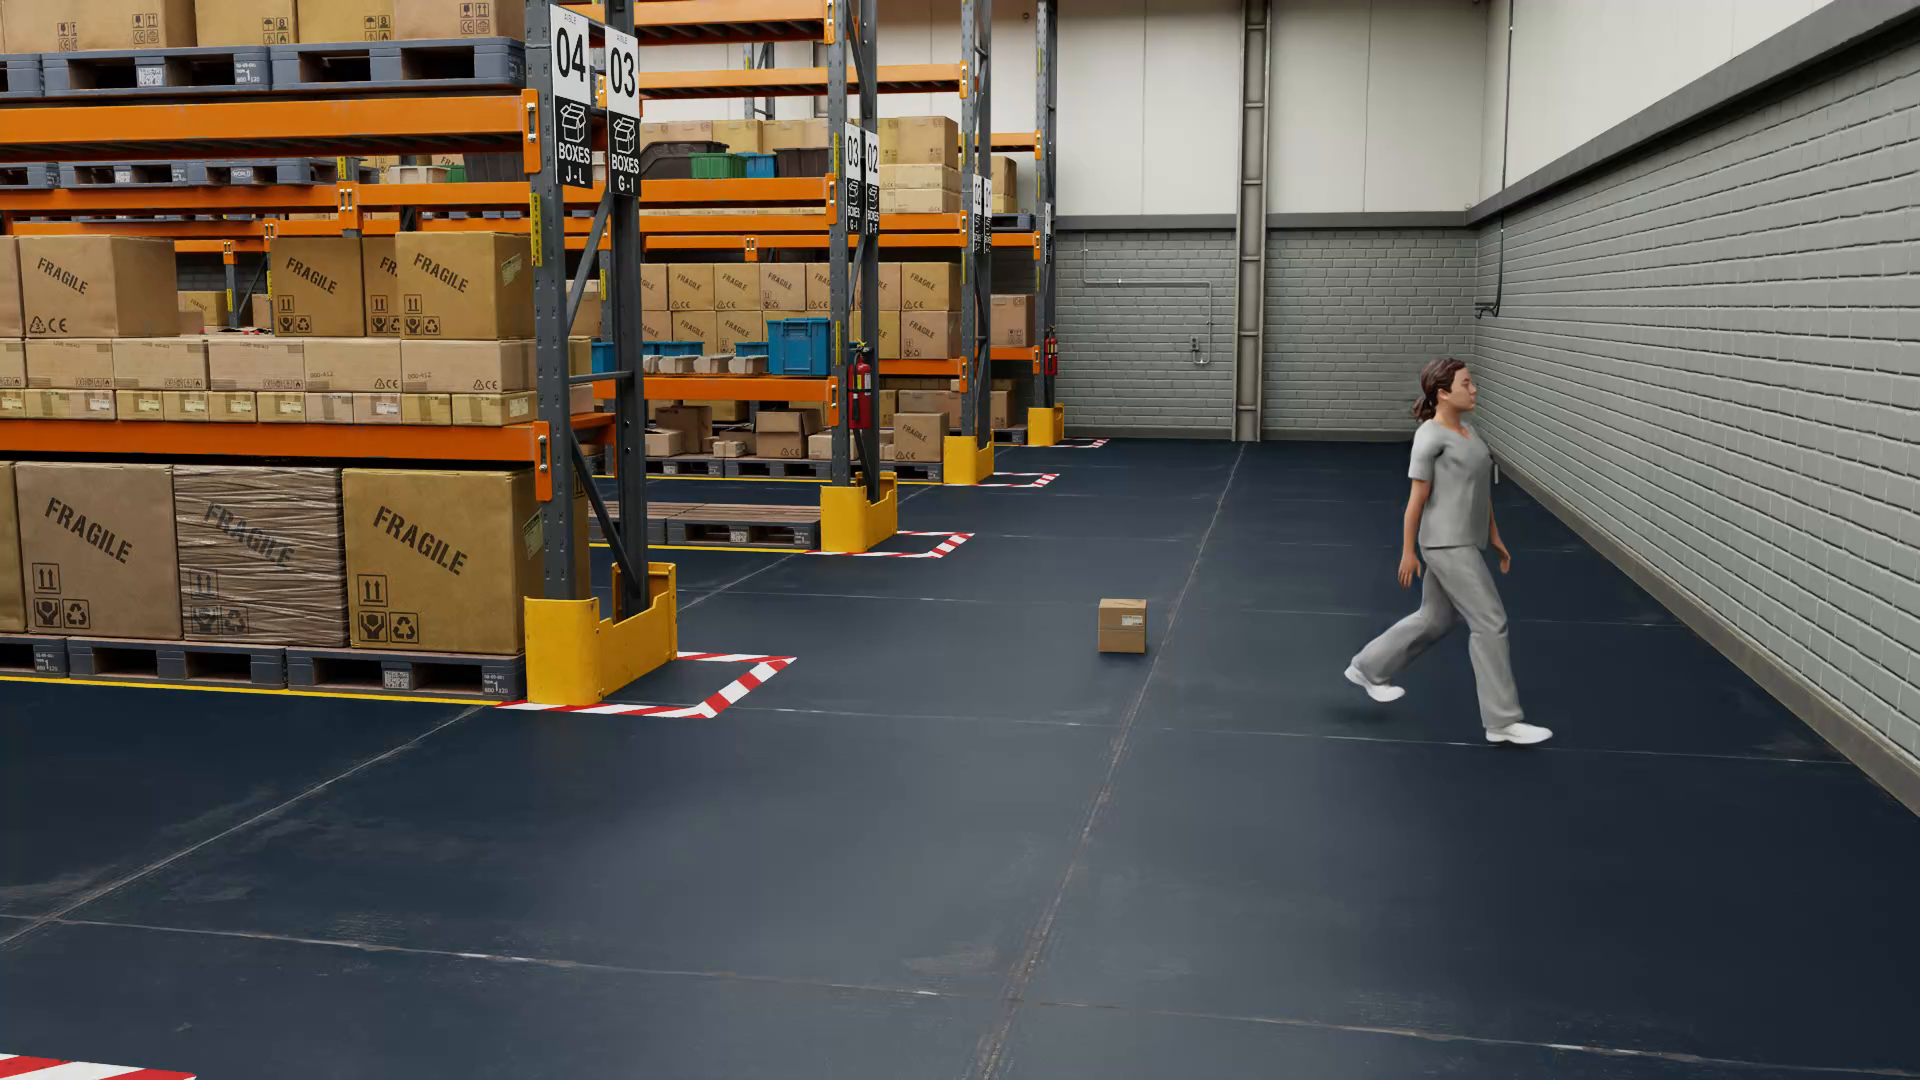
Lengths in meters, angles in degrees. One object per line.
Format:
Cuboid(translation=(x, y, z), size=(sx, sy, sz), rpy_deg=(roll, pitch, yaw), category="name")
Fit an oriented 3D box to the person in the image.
Cuboid(translation=(2.130, 0.022, 7.211), size=(1.032, 1.619, 0.462), rpy_deg=(7, 10, 39), category="person")
